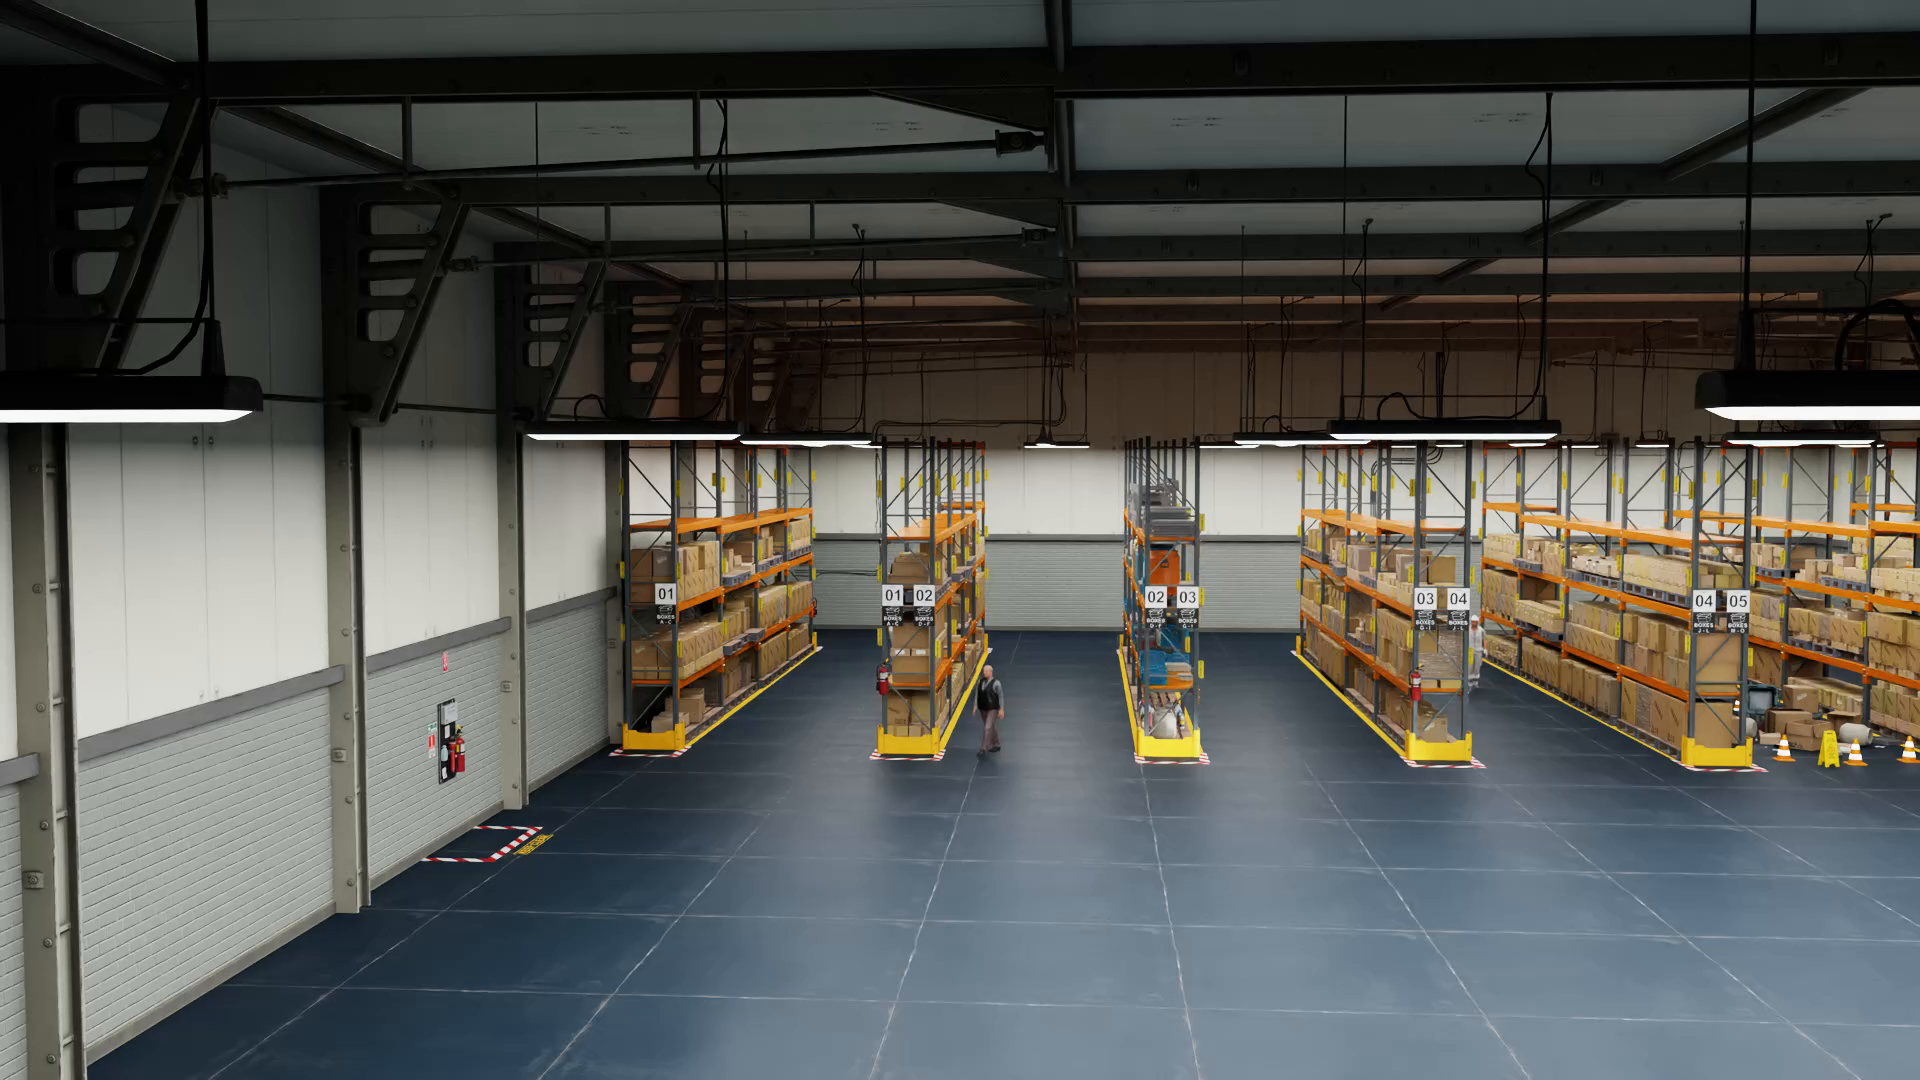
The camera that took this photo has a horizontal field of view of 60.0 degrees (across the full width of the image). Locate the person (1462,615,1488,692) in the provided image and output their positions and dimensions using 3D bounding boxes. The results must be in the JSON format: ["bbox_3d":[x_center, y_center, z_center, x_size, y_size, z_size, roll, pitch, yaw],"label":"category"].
[{"bbox_3d":[12.322,2.714,39.834,0.601,1.838,0.550,1,3,11],"label":"person"}]

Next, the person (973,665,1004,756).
[{"bbox_3d":[0.482,3.187,31.171,0.563,1.673,0.979,3,4,43],"label":"person"}]

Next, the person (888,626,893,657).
[{"bbox_3d":[-1.698,2.496,44.803,0.545,1.653,0.488,1,3,13],"label":"person"}]
